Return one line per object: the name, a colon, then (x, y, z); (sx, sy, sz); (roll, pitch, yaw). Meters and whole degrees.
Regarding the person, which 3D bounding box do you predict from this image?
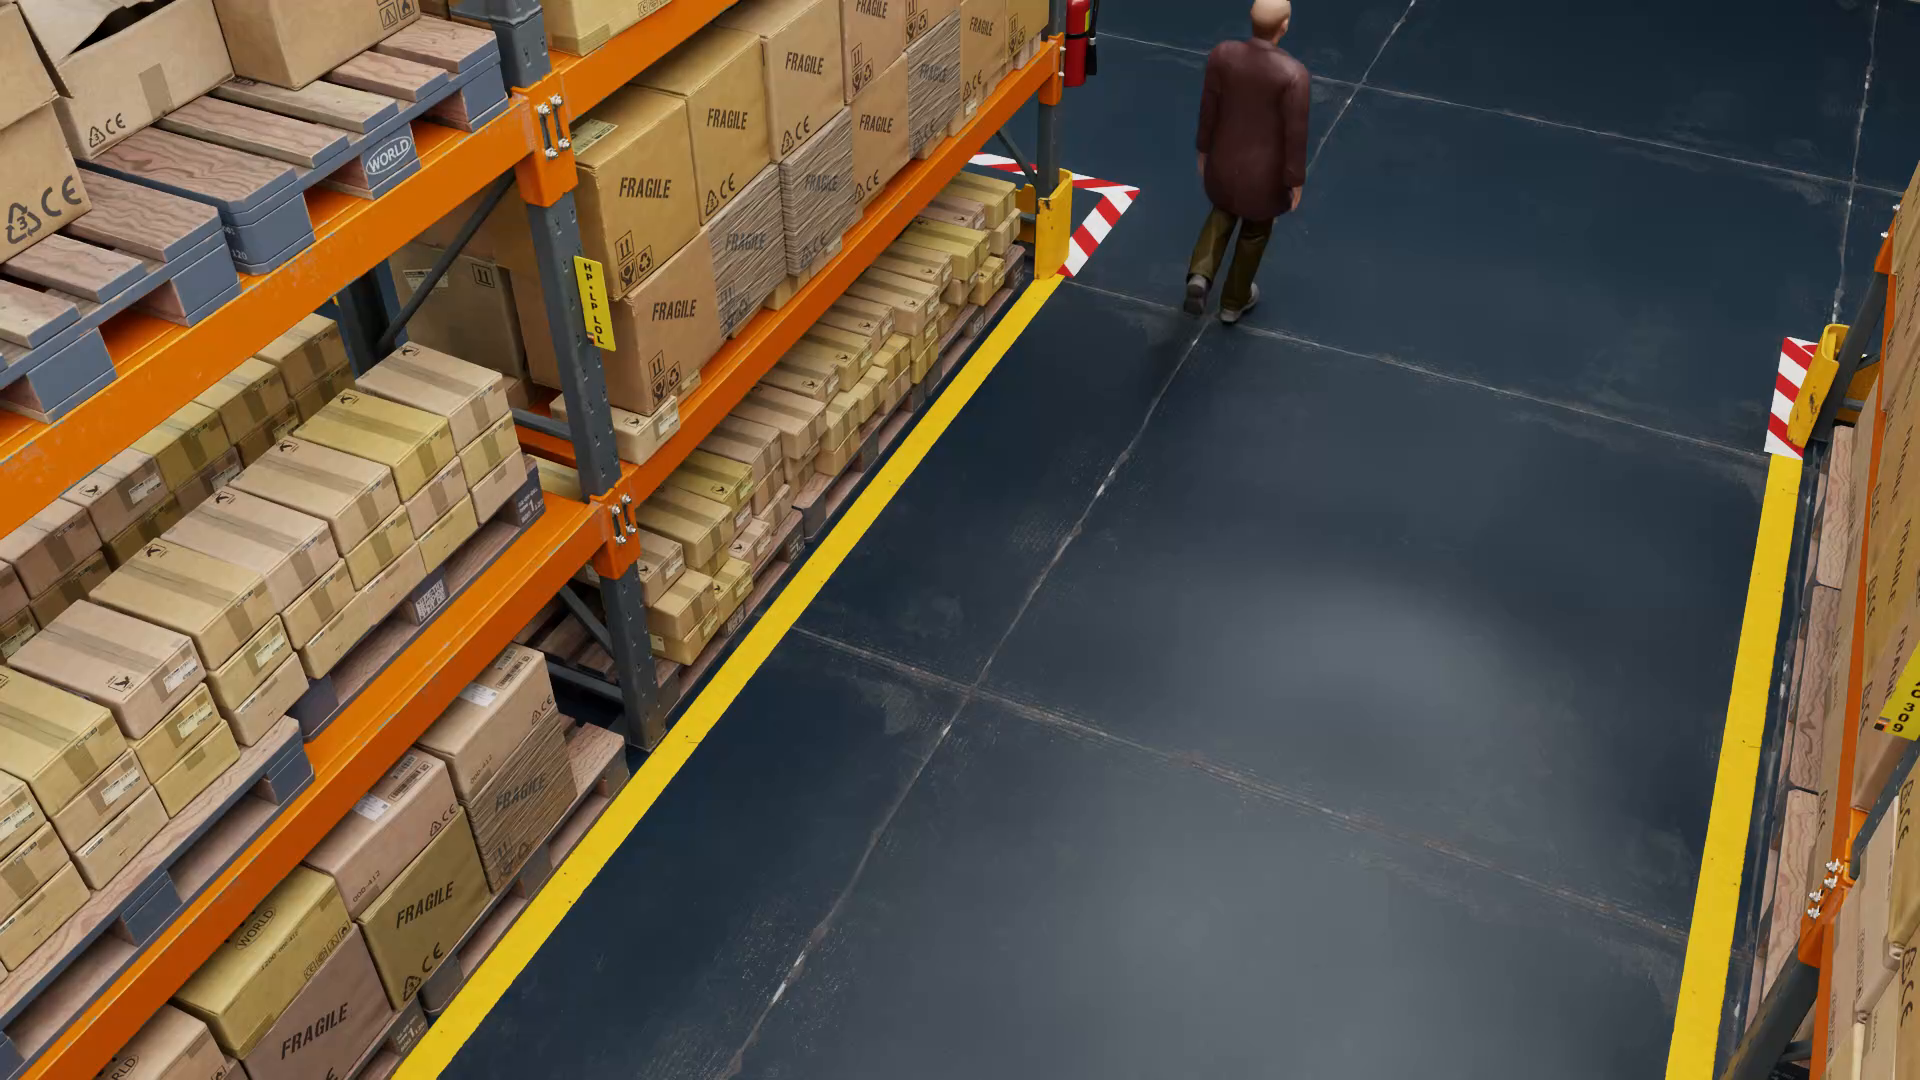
person: (1.414, -1.840, 8.217); (0.622, 1.774, 0.628); (25, 47, 26)
